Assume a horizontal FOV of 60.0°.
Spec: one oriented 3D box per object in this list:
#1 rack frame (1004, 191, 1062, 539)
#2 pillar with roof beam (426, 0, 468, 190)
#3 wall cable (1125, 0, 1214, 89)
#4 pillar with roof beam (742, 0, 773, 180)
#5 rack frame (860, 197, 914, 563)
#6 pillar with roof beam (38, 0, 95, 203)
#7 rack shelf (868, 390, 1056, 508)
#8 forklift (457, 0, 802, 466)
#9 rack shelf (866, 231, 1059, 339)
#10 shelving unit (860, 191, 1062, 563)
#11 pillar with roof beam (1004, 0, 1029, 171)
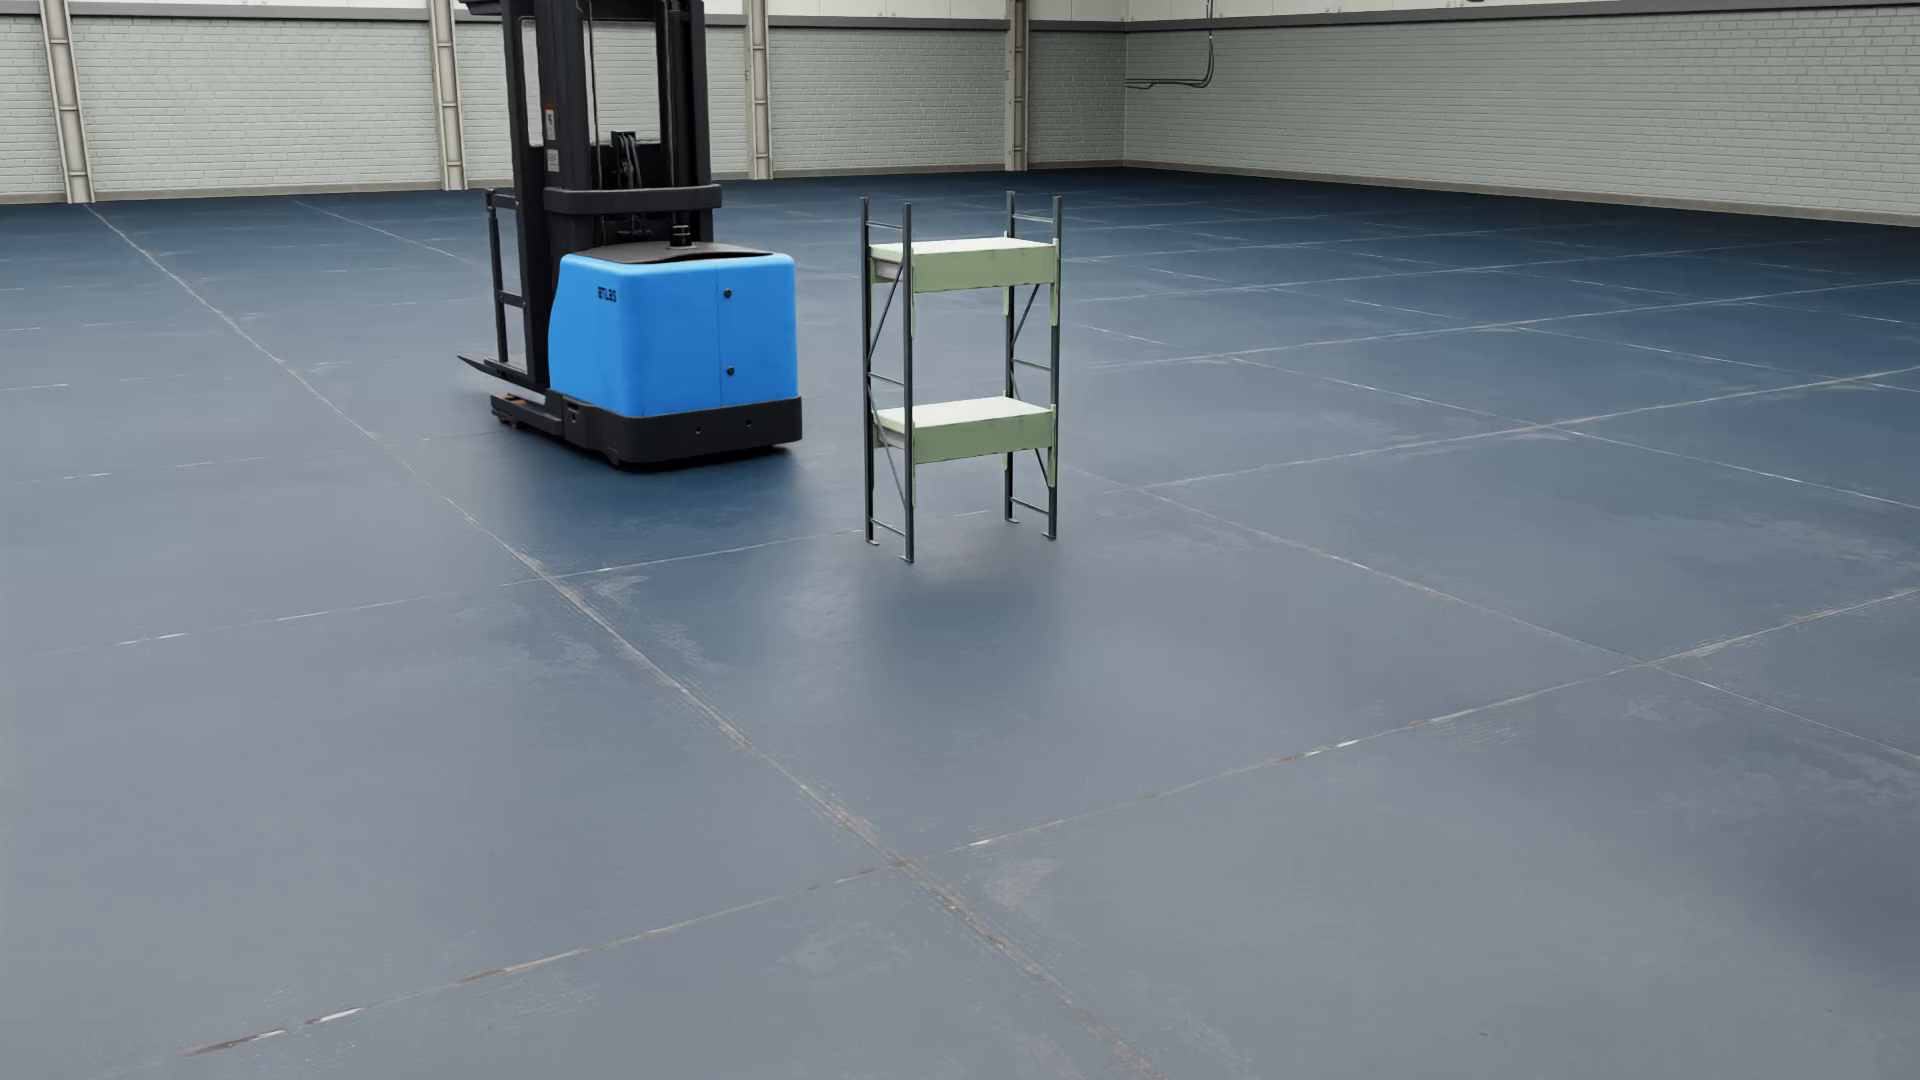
[{"bbox_3d":[0.319,-0.774,7.392,0.023,1.500,0.400,-9,18,-30],"label":"rack frame"},{"bbox_3d":[-6.867,-9.638,25.121,0.400,9.000,9.100,-9,18,-30],"label":"pillar with roof beam"},{"bbox_3d":[4.409,-10.911,35.414,0.112,2.526,3.097,-9,18,-30],"label":"wall cable"},{"bbox_3d":[-1.724,-10.472,28.097,0.400,9.000,9.100,-9,18,-30],"label":"pillar with roof beam"},{"bbox_3d":[-0.308,-0.672,7.029,0.023,1.500,0.400,-9,18,-30],"label":"rack frame"},{"bbox_3d":[-12.010,-8.804,22.146,0.400,9.000,9.100,-9,18,-30],"label":"pillar with roof beam"},{"bbox_3d":[0.006,-0.409,7.299,0.720,0.370,0.431,-9,18,-30],"label":"rack shelf"},{"bbox_3d":[-2.140,-2.138,9.605,1.130,2.935,3.031,-11,19,-35],"label":"forklift"},{"bbox_3d":[0.006,-1.099,7.105,0.720,0.370,0.431,-9,18,-30],"label":"rack shelf"},{"bbox_3d":[0.006,-0.723,7.211,0.755,1.500,0.431,-9,18,-30],"label":"shelving unit"},{"bbox_3d":[3.419,-11.306,31.072,0.400,9.000,9.100,-9,18,-30],"label":"pillar with roof beam"}]
